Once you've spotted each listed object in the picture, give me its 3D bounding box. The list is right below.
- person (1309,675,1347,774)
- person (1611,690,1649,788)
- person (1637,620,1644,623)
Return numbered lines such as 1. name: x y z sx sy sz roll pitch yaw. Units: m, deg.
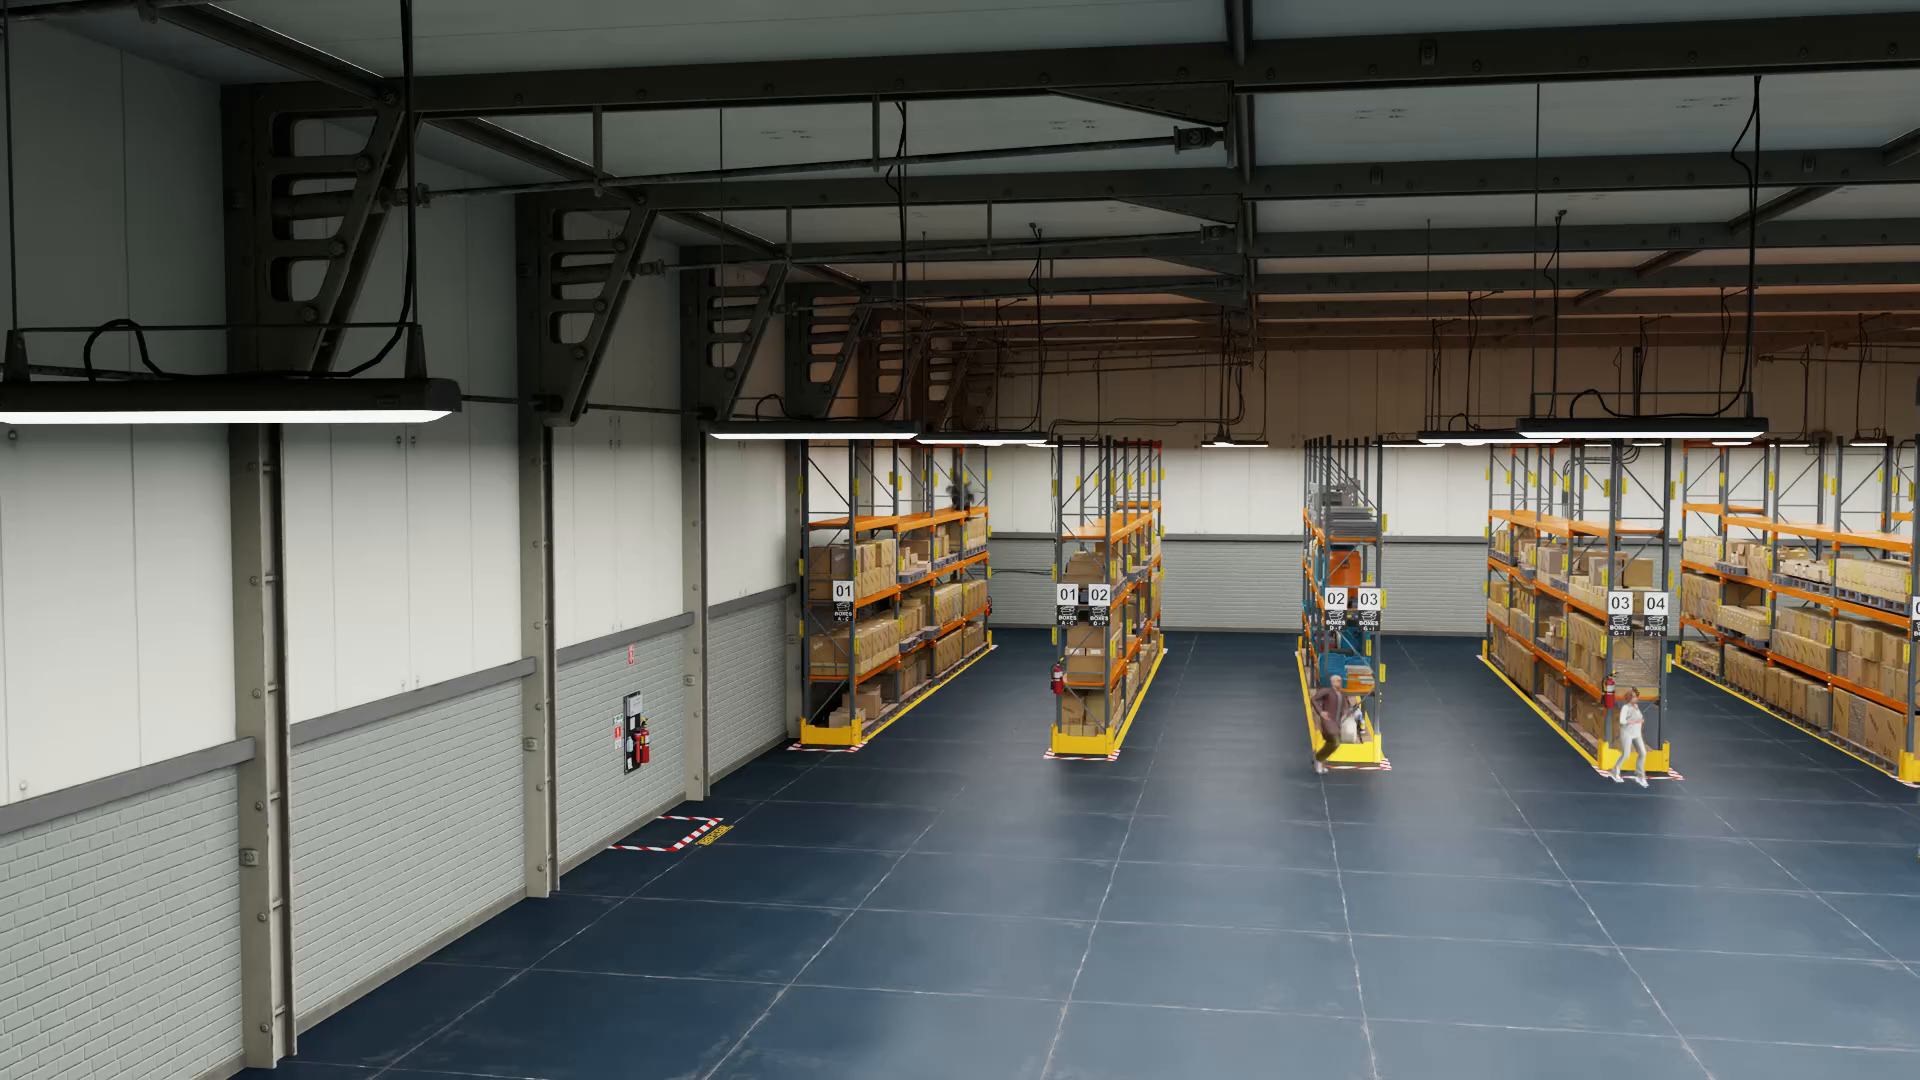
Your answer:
1. person: 6.580 3.301 29.474 0.699 1.653 0.642 -3 4 -43
2. person: 11.422 3.392 28.361 0.537 1.636 0.637 -2 4 -31
3. person: 17.927 2.543 44.274 0.611 1.586 0.596 2 4 37
